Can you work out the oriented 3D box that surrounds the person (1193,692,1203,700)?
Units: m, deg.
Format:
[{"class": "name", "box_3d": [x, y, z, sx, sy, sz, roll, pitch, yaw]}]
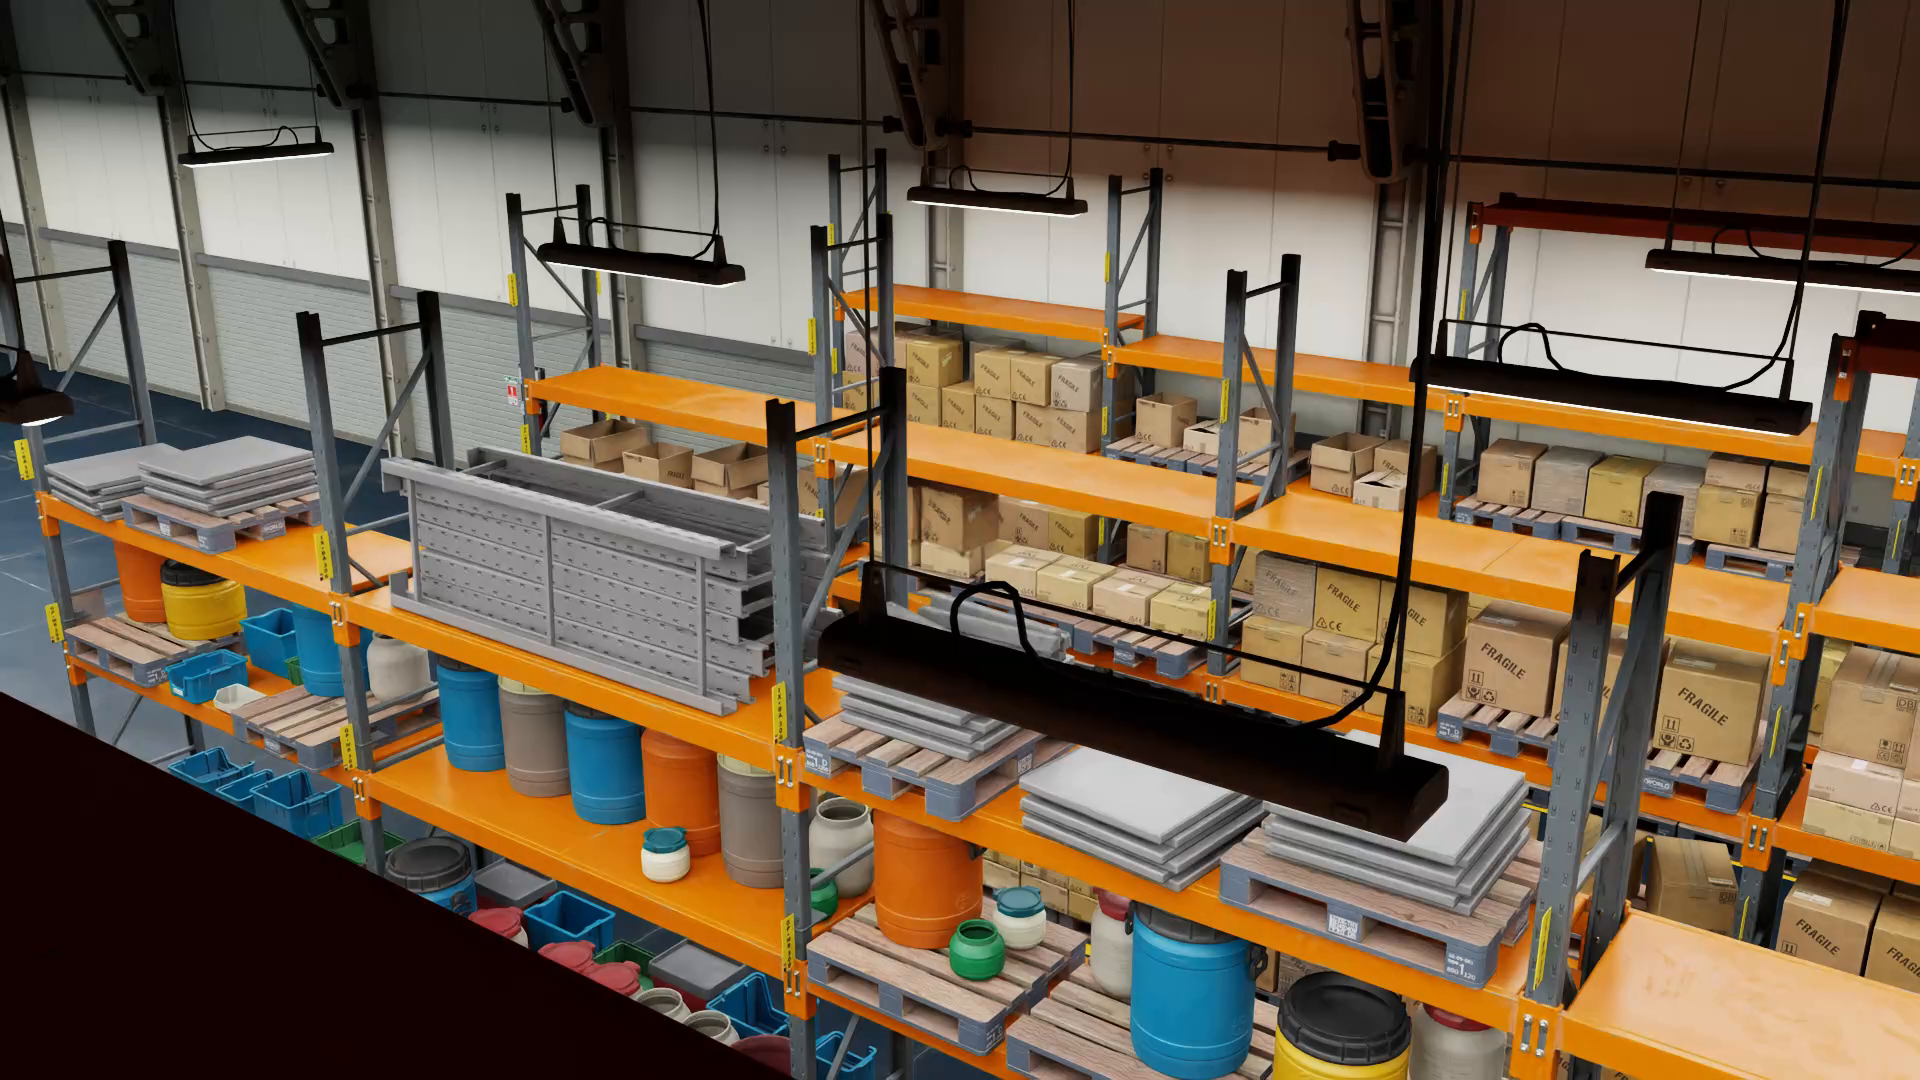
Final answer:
[{"class": "person", "box_3d": [2.282, 2.148, 16.200, 0.450, 1.598, 0.445, -10, 21, -29]}]
